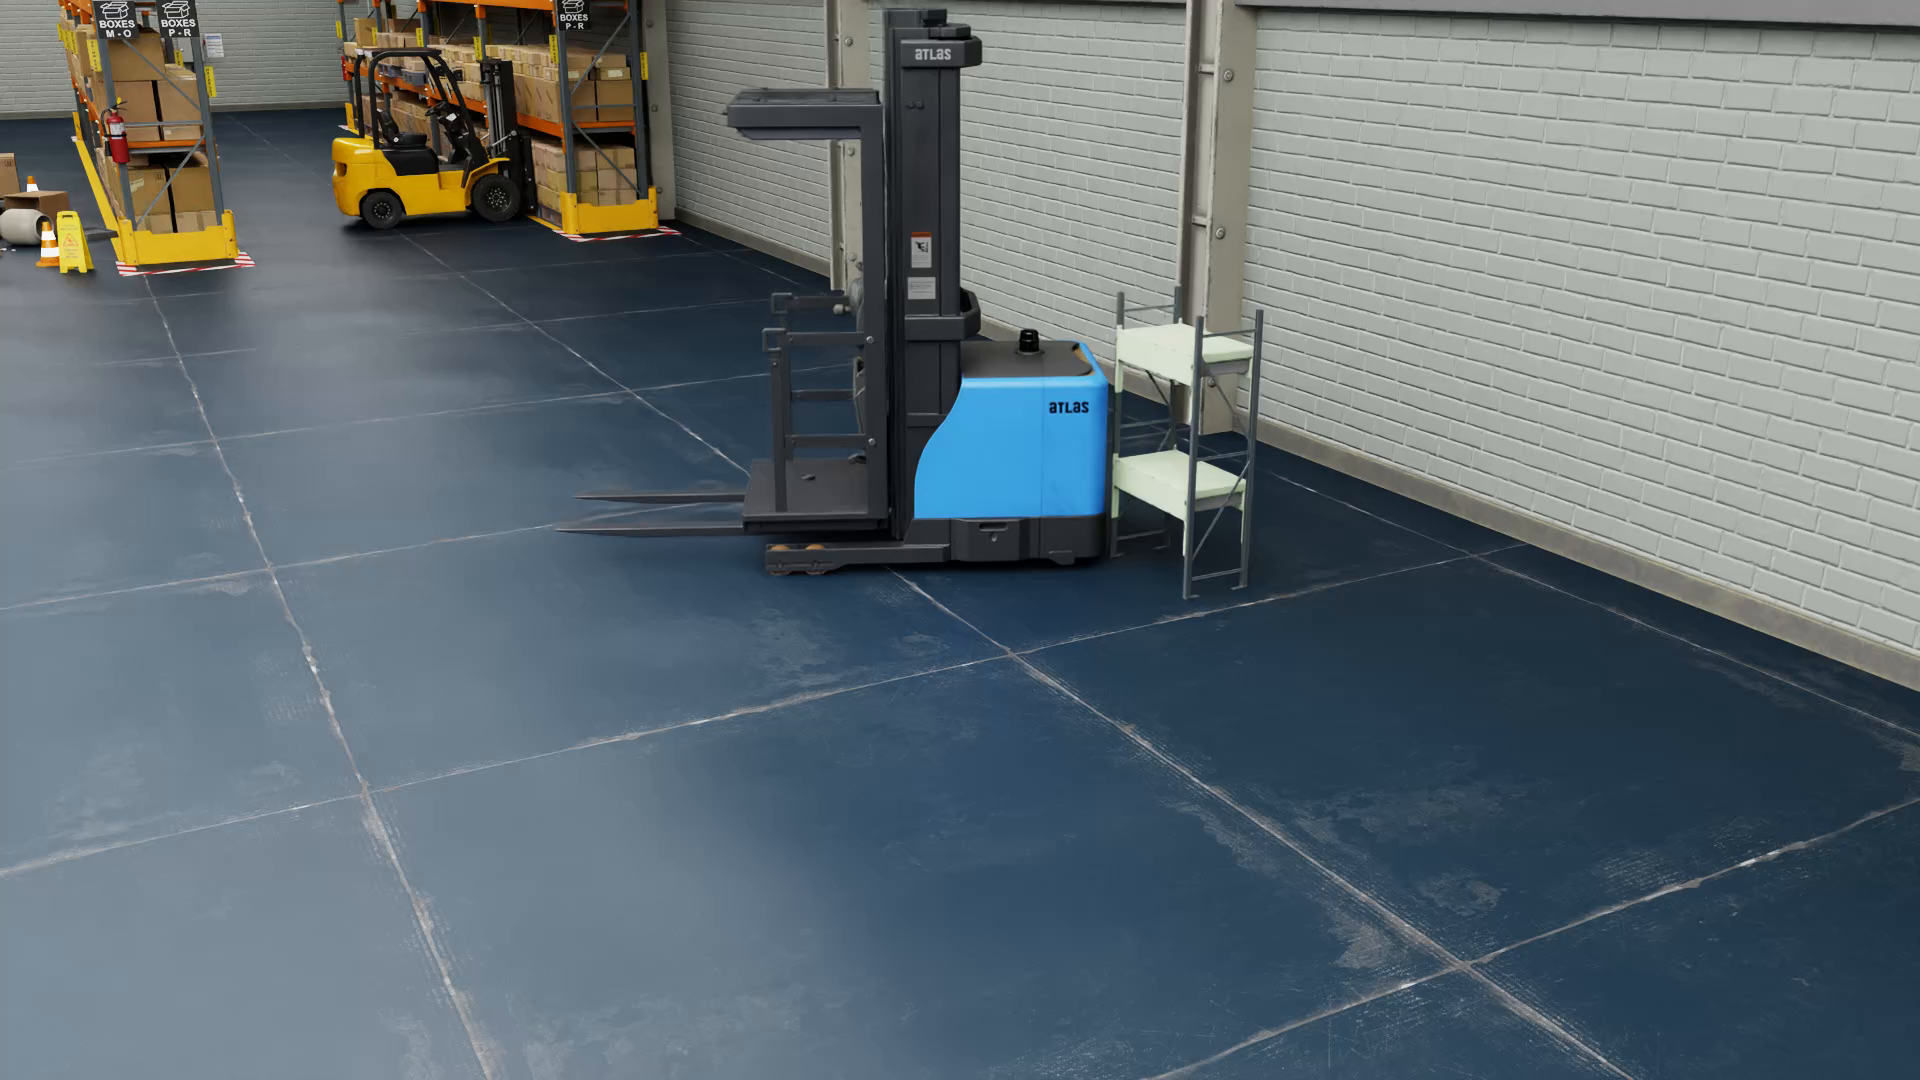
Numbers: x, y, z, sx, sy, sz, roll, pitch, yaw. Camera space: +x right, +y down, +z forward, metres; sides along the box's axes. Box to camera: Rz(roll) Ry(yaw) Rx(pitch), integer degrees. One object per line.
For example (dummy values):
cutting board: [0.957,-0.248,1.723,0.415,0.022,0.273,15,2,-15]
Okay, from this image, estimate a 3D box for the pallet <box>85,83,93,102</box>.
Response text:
pallet: [-12.147,-6.593,24.435,1.213,0.211,1.003,-10,21,-27]

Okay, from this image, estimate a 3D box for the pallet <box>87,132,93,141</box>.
pallet: [-15.929,-7.633,31.429,1.003,0.211,1.213,-10,21,-27]

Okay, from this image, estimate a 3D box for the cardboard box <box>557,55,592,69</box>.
cardboard box: [-4.769,-5.910,20.557,0.380,0.149,0.250,-10,21,-27]

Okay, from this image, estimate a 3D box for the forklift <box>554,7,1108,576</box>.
forklift: [-0.730,-1.365,9.095,3.031,2.935,1.130,-1,19,-3]

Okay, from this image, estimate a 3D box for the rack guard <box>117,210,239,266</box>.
rack guard: [-8.816,-3.416,18.764,1.175,0.500,0.348,-10,21,-27]

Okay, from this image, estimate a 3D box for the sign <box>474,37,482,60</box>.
sign: [-6.786,-6.917,23.424,0.100,0.325,0.005,-10,21,-27]

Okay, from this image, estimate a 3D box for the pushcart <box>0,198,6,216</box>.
pushcart: [-12.662,-4.117,20.983,0.936,0.377,1.648,16,25,39]

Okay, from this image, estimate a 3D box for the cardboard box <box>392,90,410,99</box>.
cardboard box: [-10.122,-8.120,30.302,0.380,0.149,0.250,-10,22,-28]

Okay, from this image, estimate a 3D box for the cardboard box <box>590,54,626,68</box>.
cardboard box: [-4.385,-5.970,20.729,0.380,0.149,0.250,-10,22,-28]

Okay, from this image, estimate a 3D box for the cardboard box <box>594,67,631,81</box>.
cardboard box: [-4.346,-5.837,20.801,0.380,0.149,0.250,-11,22,-28]

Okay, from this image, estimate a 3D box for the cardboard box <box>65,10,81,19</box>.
cardboard box: [-14.905,-8.886,28.104,0.380,0.149,0.250,-10,22,-28]

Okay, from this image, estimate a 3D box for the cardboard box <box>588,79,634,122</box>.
cardboard box: [-4.404,-5.578,21.045,0.500,0.500,0.500,-9,21,-25]

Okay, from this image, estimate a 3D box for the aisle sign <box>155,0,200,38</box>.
aisle sign: [-8.478,-5.835,17.957,0.394,0.787,0.004,-10,21,-27]

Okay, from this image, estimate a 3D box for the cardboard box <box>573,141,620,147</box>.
cardboard box: [-4.716,-5.027,21.640,0.500,0.250,0.500,-10,21,-27]

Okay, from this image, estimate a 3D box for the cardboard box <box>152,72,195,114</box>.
cardboard box: [-9.253,-5.237,19.600,0.500,0.500,0.500,-10,22,-28]

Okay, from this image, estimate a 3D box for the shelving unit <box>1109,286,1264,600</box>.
shelving unit: [1.188,-0.535,8.882,0.431,1.500,0.755,-9,21,-25]

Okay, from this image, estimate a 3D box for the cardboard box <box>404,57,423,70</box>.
cardboard box: [-8.998,-8.022,27.868,0.500,0.250,0.500,-11,22,-29]

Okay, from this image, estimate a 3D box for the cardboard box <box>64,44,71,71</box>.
cardboard box: [-16.403,-9.034,31.059,0.500,0.500,0.500,-10,21,-27]

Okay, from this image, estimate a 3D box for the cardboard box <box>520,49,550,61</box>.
cardboard box: [-5.607,-6.425,22.048,0.380,0.149,0.250,-10,21,-26]

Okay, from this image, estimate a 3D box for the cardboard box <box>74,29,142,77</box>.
cardboard box: [-9.781,-5.626,19.195,0.700,0.500,0.500,-10,22,-27]

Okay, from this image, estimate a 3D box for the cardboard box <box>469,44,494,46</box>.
cardboard box: [-7.657,-7.876,26.710,0.380,0.149,0.250,-9,21,-25]

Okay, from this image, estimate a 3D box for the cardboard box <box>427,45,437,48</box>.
cardboard box: [-8.320,-7.859,26.660,0.380,0.149,0.250,-9,21,-25]

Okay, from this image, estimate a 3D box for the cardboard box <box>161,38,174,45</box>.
cardboard box: [-10.592,-6.607,21.932,0.380,0.149,0.250,-10,21,-27]

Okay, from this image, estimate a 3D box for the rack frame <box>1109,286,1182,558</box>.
rack frame: [1.022,-0.641,9.191,0.400,1.500,0.023,-9,21,-25]

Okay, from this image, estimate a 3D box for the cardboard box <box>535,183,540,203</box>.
cardboard box: [-5.372,-4.619,21.992,0.500,0.250,0.500,-10,21,-26]

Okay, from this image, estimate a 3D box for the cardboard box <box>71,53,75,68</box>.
cardboard box: [-14.518,-8.016,27.726,0.500,0.250,0.500,-11,22,-28]

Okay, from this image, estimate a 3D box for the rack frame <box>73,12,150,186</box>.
rack frame: [-12.579,-6.872,24.949,1.000,3.000,0.127,-10,21,-27]

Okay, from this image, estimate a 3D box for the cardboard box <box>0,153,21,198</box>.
cardboard box: [-12.232,-4.616,21.081,0.500,0.500,0.500,-10,21,-27]

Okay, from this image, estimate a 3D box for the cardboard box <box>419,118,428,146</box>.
cardboard box: [-8.831,-6.892,28.195,0.500,0.500,0.500,-10,22,-27]

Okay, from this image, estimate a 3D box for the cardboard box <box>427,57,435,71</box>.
cardboard box: [-8.239,-7.638,26.633,0.500,0.250,0.500,-10,21,-27]

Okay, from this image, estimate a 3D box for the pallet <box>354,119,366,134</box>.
pallet: [-11.596,-8.370,33.564,1.003,0.211,1.213,-10,21,-27]

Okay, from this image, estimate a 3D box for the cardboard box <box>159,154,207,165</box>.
cardboard box: [-9.415,-4.405,20.220,0.500,0.500,0.500,-10,21,-26]

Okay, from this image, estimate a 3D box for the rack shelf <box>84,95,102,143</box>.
rack shelf: [-11.629,-5.958,23.402,1.077,0.370,4.000,-10,21,-27]

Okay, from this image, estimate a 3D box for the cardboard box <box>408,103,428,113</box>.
cardboard box: [-9.501,-7.605,29.265,0.380,0.149,0.250,-9,21,-25]

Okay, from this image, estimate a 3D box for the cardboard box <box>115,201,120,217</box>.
cardboard box: [-9.893,-3.964,20.092,0.500,0.250,0.500,-11,22,-29]

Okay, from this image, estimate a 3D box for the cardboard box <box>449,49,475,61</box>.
cardboard box: [-7.498,-7.338,25.150,0.380,0.149,0.250,-11,22,-28]

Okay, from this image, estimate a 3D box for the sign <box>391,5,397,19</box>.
sign: [-11.513,-10.716,33.827,0.100,0.325,0.005,-10,21,-27]

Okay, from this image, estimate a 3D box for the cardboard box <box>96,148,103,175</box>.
cardboard box: [-12.320,-5.665,24.834,0.950,0.372,0.625,-12,22,-30]

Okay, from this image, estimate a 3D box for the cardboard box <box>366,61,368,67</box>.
cardboard box: [-11.203,-9.170,31.992,0.380,0.149,0.250,-10,21,-27]

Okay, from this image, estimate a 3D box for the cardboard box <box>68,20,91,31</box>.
cardboard box: [-14.257,-8.228,27.191,0.500,0.500,0.500,-10,21,-27]

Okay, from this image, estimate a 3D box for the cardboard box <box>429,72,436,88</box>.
cardboard box: [-8.217,-7.406,26.725,0.500,0.250,0.500,-10,21,-26]

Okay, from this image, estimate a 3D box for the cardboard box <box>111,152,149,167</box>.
cardboard box: [-9.624,-4.420,19.270,0.380,0.149,0.250,-9,21,-25]

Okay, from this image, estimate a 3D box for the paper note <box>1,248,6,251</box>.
paper note: [-11.252,-3.397,19.446,0.148,0.019,0.142,-3,19,-8]

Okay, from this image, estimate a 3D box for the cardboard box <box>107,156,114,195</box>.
cardboard box: [-10.372,-4.614,20.826,0.500,0.500,0.500,-9,21,-24]

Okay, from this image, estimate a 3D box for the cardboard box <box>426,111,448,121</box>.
cardboard box: [-8.670,-7.068,27.710,0.380,0.149,0.250,-11,22,-29]

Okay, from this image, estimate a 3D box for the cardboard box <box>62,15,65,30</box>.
cardboard box: [-15.898,-9.213,30.046,0.500,0.500,0.500,-10,21,-27]

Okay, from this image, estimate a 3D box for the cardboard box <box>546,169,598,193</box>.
cardboard box: [-4.920,-4.572,21.087,0.500,0.250,0.500,-10,22,-27]

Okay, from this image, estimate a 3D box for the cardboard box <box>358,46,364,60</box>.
cardboard box: [-11.288,-9.403,32.057,0.500,0.250,0.500,-11,22,-28]

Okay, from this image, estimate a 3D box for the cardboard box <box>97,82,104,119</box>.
cardboard box: [-9.749,-5.165,19.393,0.500,0.500,0.500,-10,21,-27]

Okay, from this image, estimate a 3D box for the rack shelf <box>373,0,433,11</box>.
rack shelf: [-9.162,-9.294,28.472,1.077,0.370,4.000,-10,21,-27]

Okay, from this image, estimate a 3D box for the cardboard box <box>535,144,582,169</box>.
cardboard box: [-5.154,-4.946,21.406,0.500,0.250,0.500,-10,21,-26]

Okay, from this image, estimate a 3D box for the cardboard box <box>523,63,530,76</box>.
cardboard box: [-5.455,-6.120,21.621,0.380,0.149,0.250,-10,21,-26]
